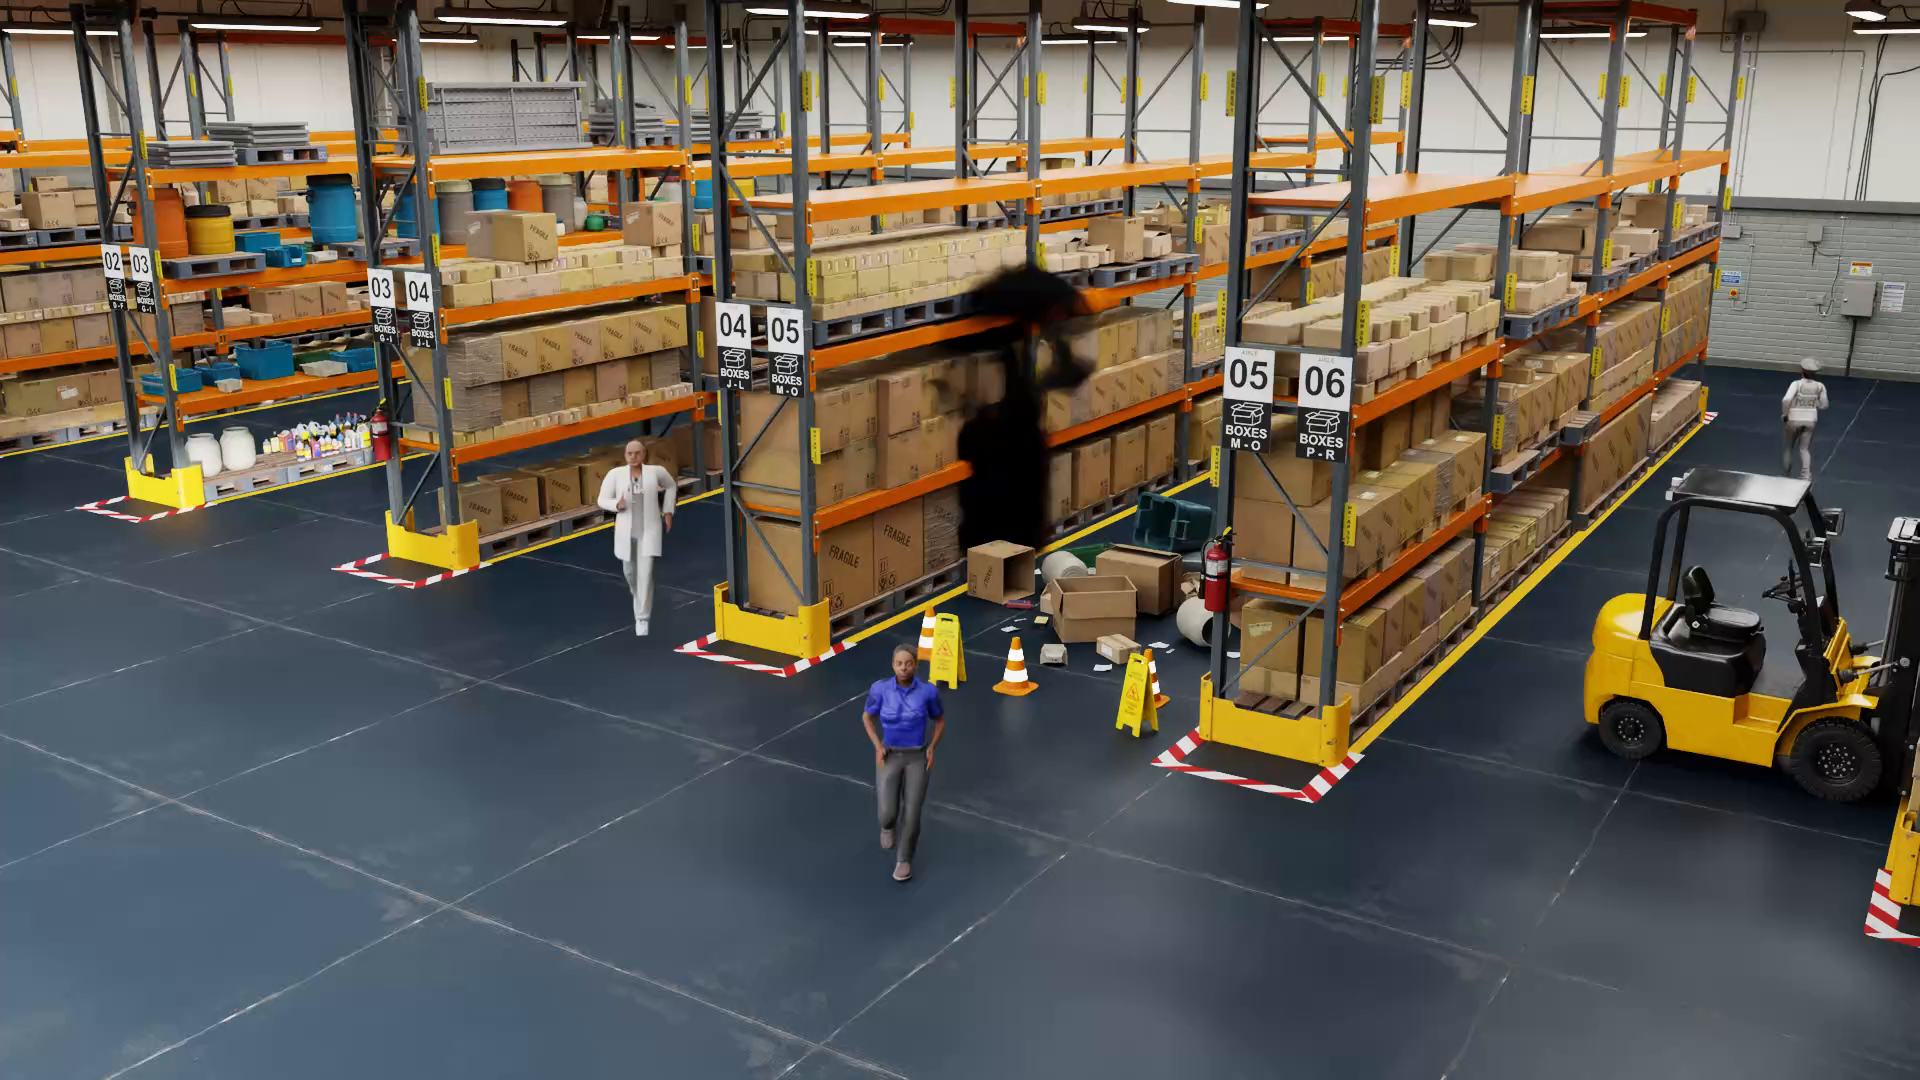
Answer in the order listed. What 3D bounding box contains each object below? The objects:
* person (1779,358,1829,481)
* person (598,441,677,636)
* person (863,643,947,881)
[{"bbox_3d":[10.788,-1.473,21.335,0.613,1.710,0.924,3,16,12],"label":"person"},{"bbox_3d":[-3.023,-0.074,15.664,0.711,1.778,0.990,-1,16,-5],"label":"person"},{"bbox_3d":[-0.363,1.453,11.014,0.556,1.613,0.558,-1,16,-2],"label":"person"}]
